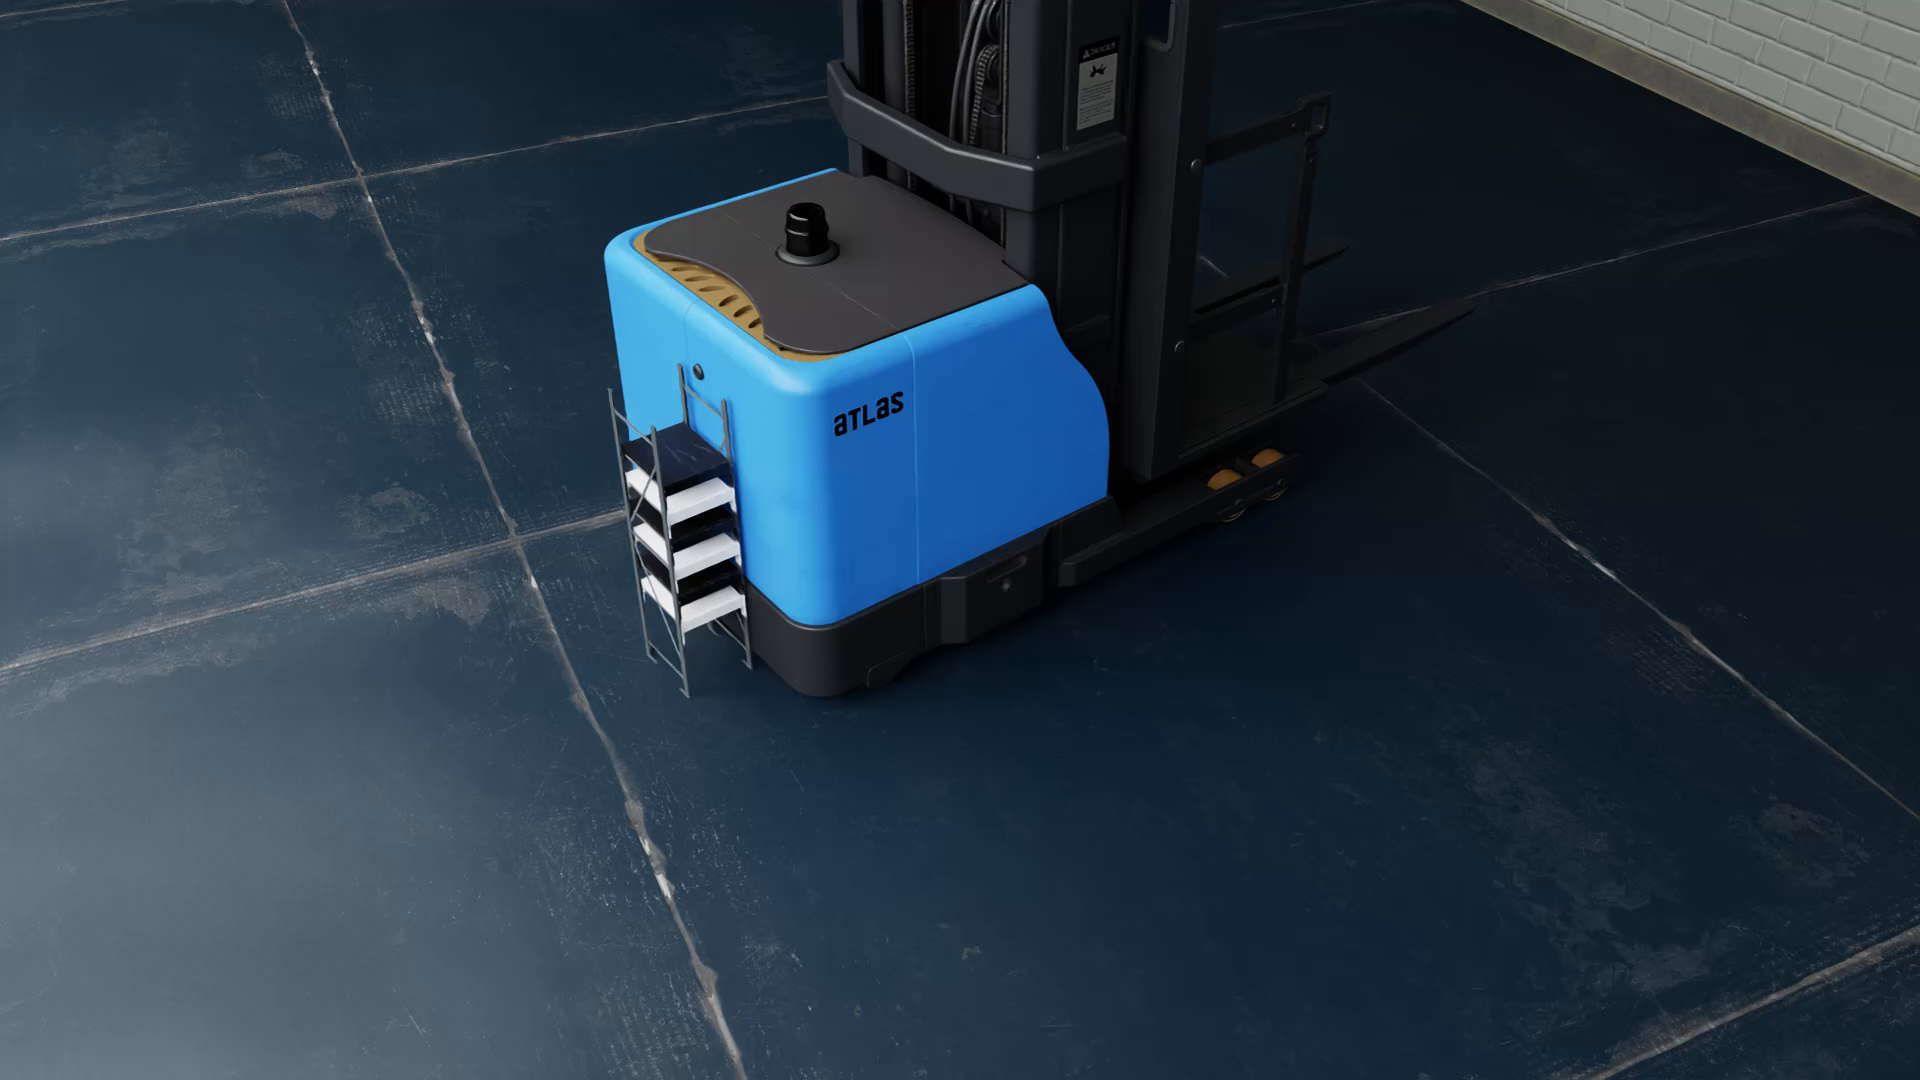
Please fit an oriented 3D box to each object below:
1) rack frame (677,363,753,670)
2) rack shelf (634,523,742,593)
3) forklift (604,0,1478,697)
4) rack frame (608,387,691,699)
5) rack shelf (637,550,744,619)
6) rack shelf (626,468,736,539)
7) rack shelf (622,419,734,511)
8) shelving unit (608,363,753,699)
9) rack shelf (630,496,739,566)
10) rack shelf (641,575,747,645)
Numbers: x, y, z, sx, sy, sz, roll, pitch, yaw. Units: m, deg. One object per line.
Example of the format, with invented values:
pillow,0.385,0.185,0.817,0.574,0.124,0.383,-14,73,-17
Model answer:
rack frame,-0.667,-0.047,4.558,0.006,0.900,0.240,-25,43,-29
rack shelf,-0.748,0.017,4.528,0.200,0.077,0.258,-25,43,-29
forklift,0.479,-1.462,4.760,3.031,2.935,1.130,-25,43,-29
rack frame,-0.828,0.027,4.458,0.006,0.900,0.240,-25,43,-29
rack shelf,-0.748,0.089,4.582,0.200,0.077,0.258,-25,43,-29
rack shelf,-0.748,-0.128,4.421,0.200,0.077,0.258,-25,43,-29
rack shelf,-0.748,-0.200,4.367,0.200,0.077,0.258,-25,43,-29
shelving unit,-0.748,-0.010,4.508,0.210,0.900,0.258,-25,43,-29
rack shelf,-0.748,-0.055,4.474,0.200,0.077,0.258,-25,43,-29
rack shelf,-0.748,0.161,4.635,0.200,0.077,0.258,-25,43,-29
